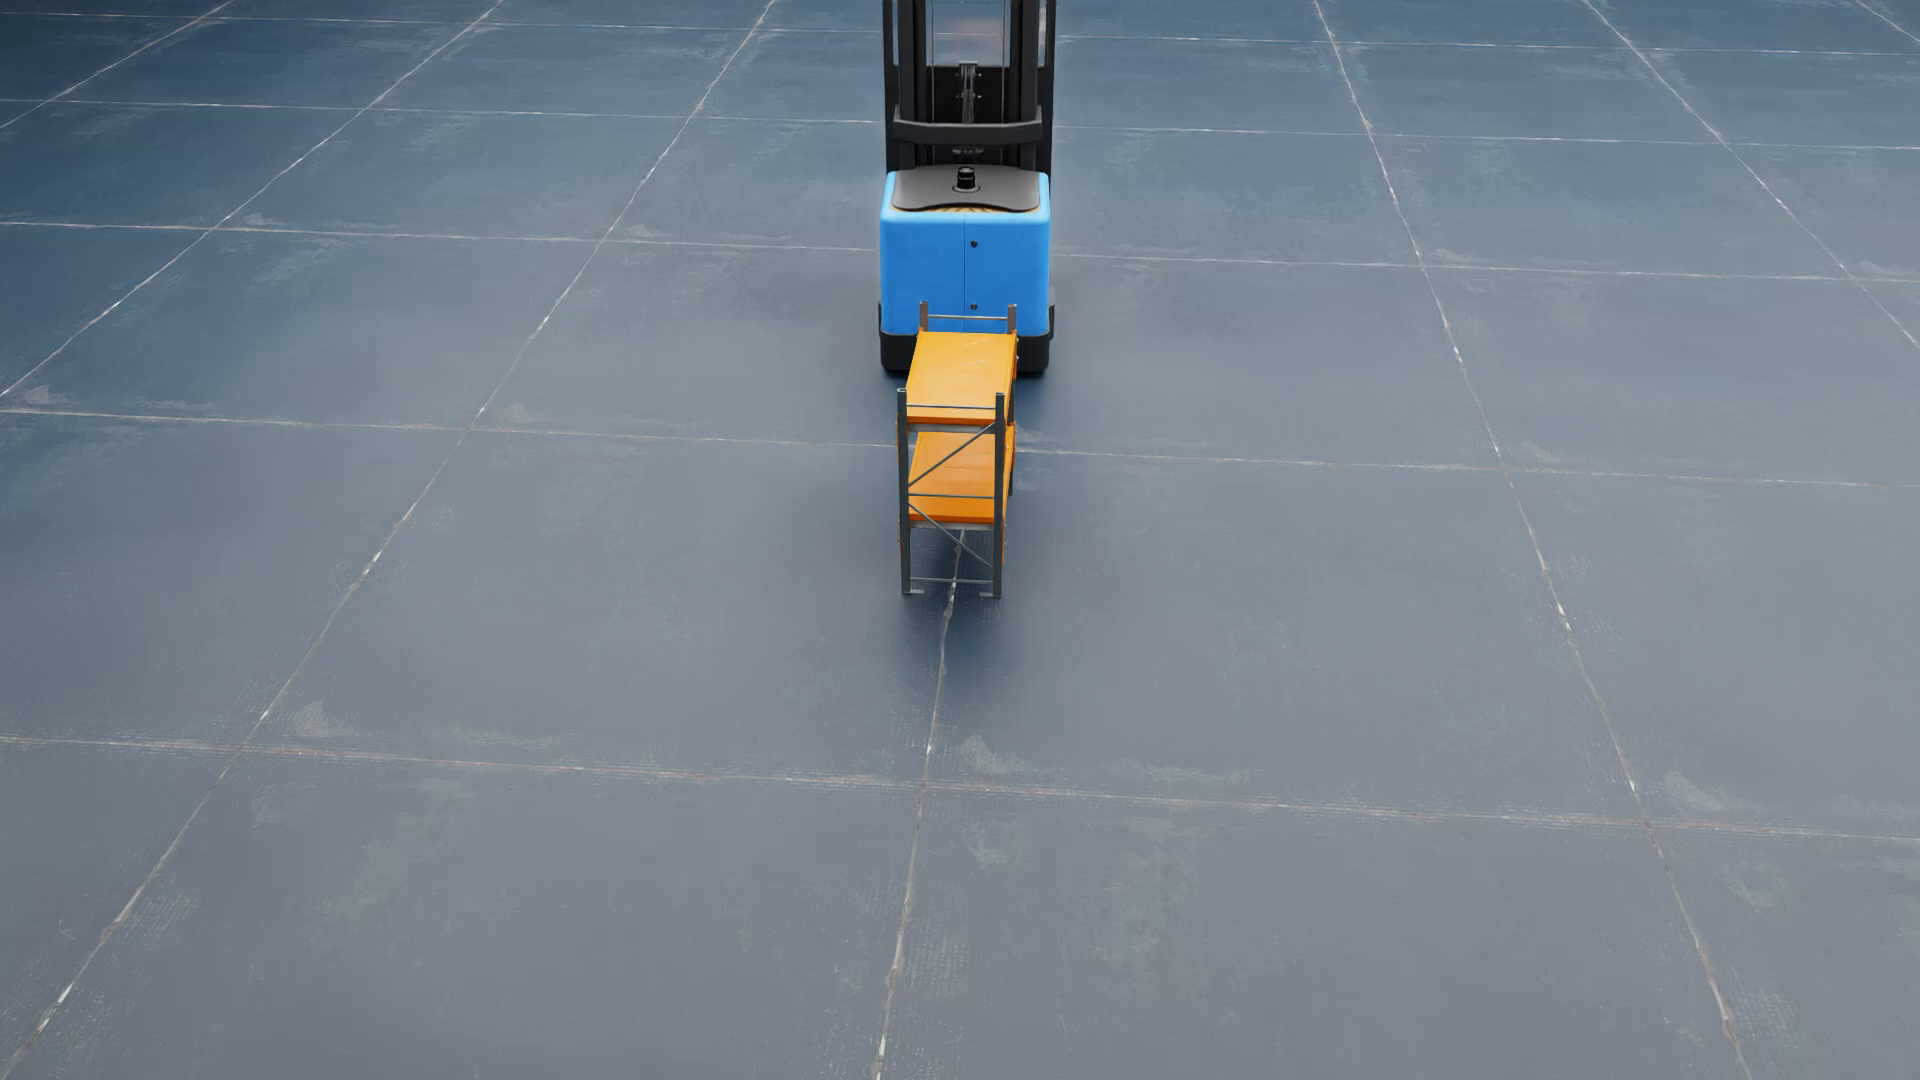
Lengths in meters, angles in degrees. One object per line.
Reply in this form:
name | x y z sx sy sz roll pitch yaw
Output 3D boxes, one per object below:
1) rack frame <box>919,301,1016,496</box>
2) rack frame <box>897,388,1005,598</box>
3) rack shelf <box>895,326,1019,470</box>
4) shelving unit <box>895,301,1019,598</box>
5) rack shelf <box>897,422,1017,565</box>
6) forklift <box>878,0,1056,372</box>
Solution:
rack frame | 0.041 -0.741 8.880 0.500 1.125 0.032 2 32 4
rack frame | -0.042 -0.210 8.018 0.500 1.125 0.032 2 32 4
rack shelf | -0.001 -0.725 8.296 0.538 0.278 1.000 2 32 4
shelving unit | -0.001 -0.475 8.449 0.538 1.125 1.048 2 32 4
rack shelf | -0.001 -0.267 8.577 0.538 0.278 1.000 2 32 4
forklift | 0.064 -3.030 10.873 1.130 2.935 3.031 1 32 1
